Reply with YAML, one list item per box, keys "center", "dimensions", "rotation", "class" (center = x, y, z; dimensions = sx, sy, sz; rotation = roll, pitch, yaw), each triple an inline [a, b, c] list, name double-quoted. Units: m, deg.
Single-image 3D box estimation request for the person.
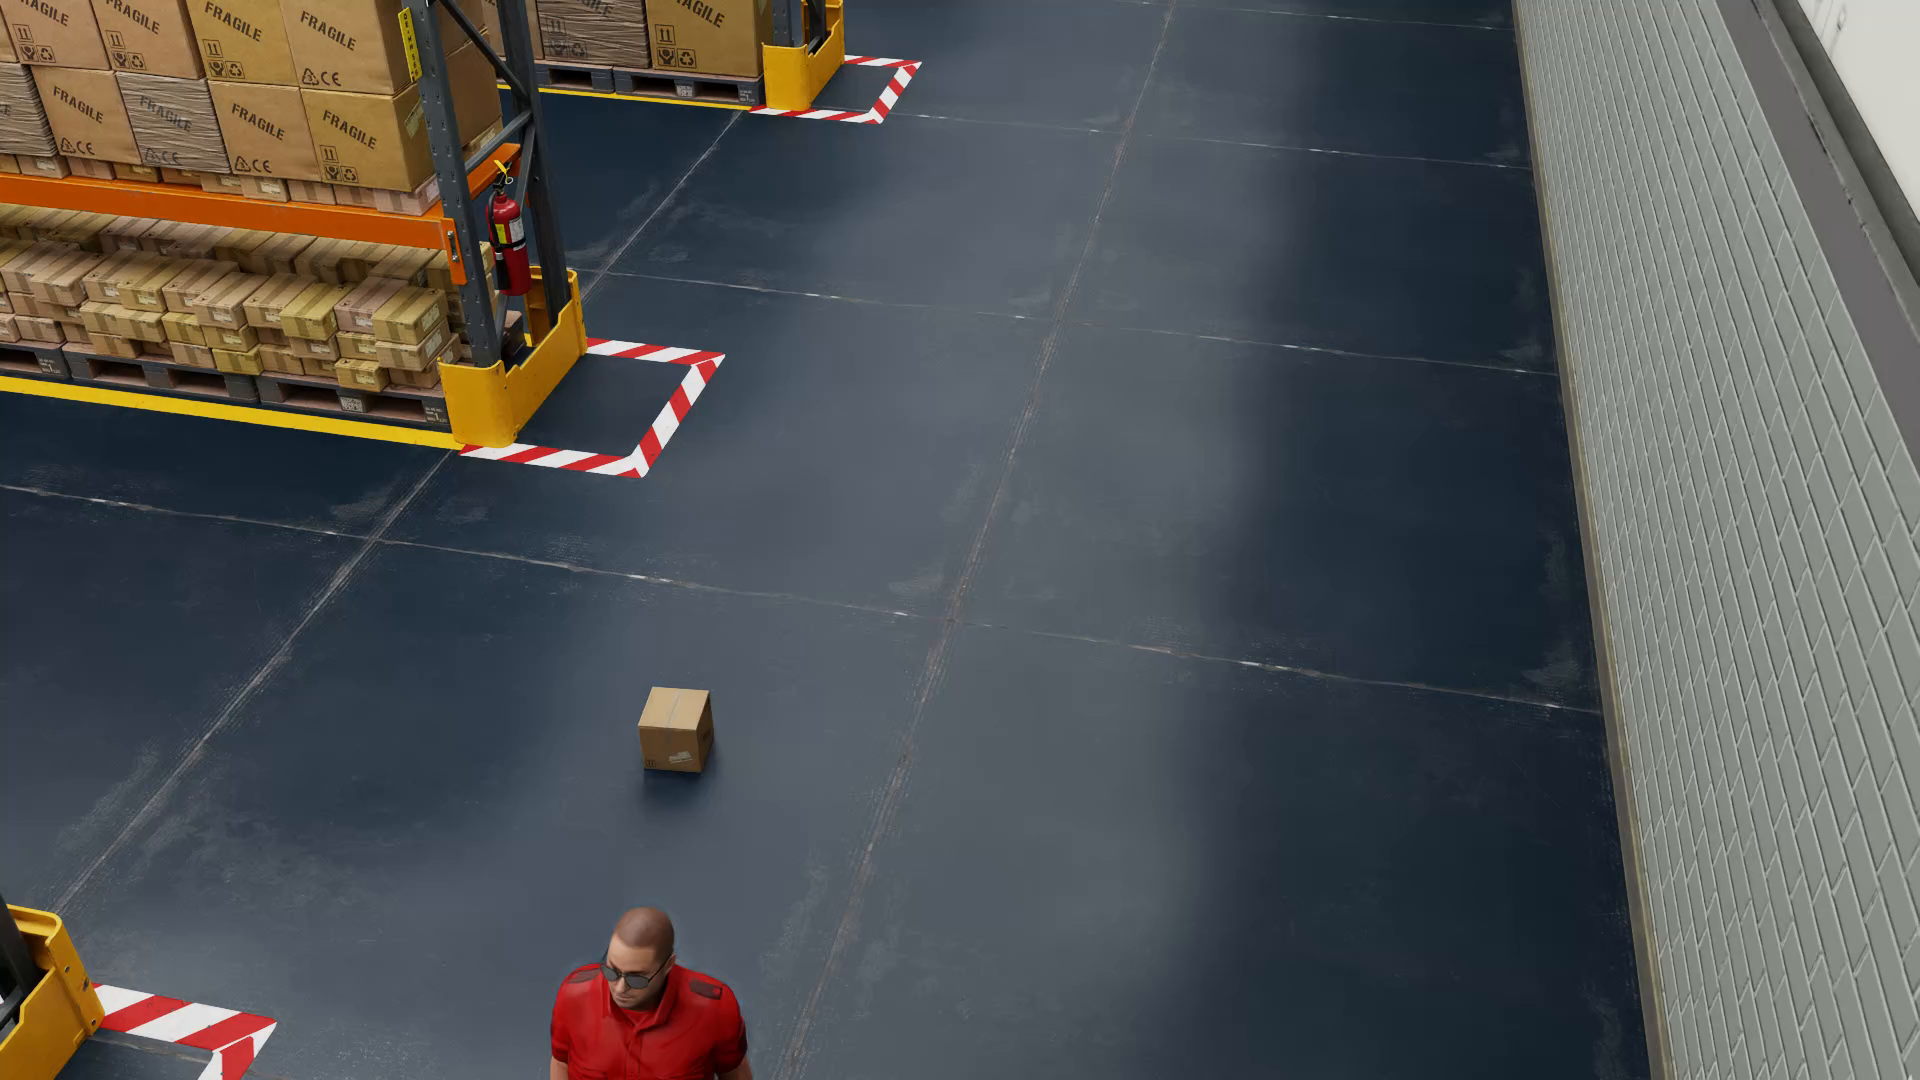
- center: [-0.860, 1.661, 4.711]
  dimensions: [0.549, 1.684, 0.874]
  rotation: [6, 37, 8]
  class: "person"
